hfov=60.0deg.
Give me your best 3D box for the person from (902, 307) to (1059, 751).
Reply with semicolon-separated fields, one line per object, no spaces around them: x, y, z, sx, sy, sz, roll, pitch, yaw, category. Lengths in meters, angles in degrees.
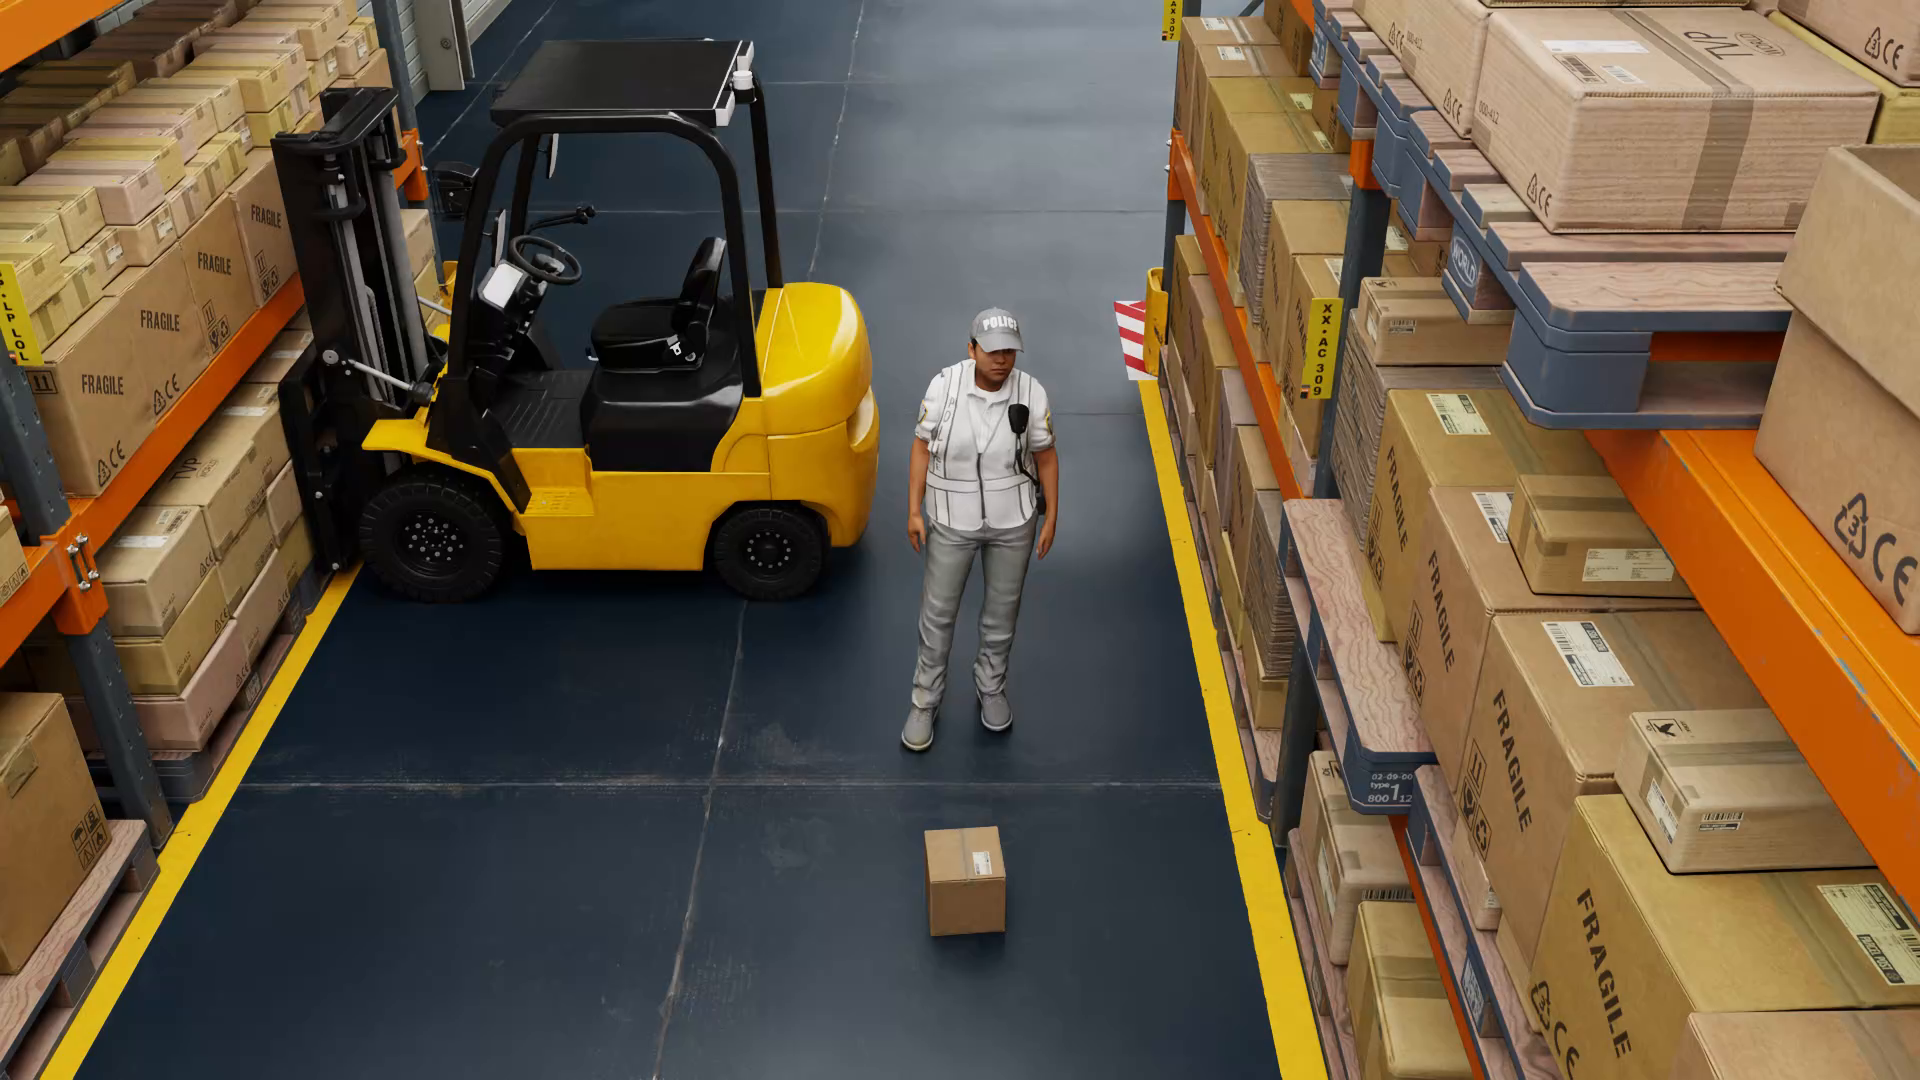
0.069;-0.034;6.168;0.599;1.670;0.529;-1;32;-1;person
